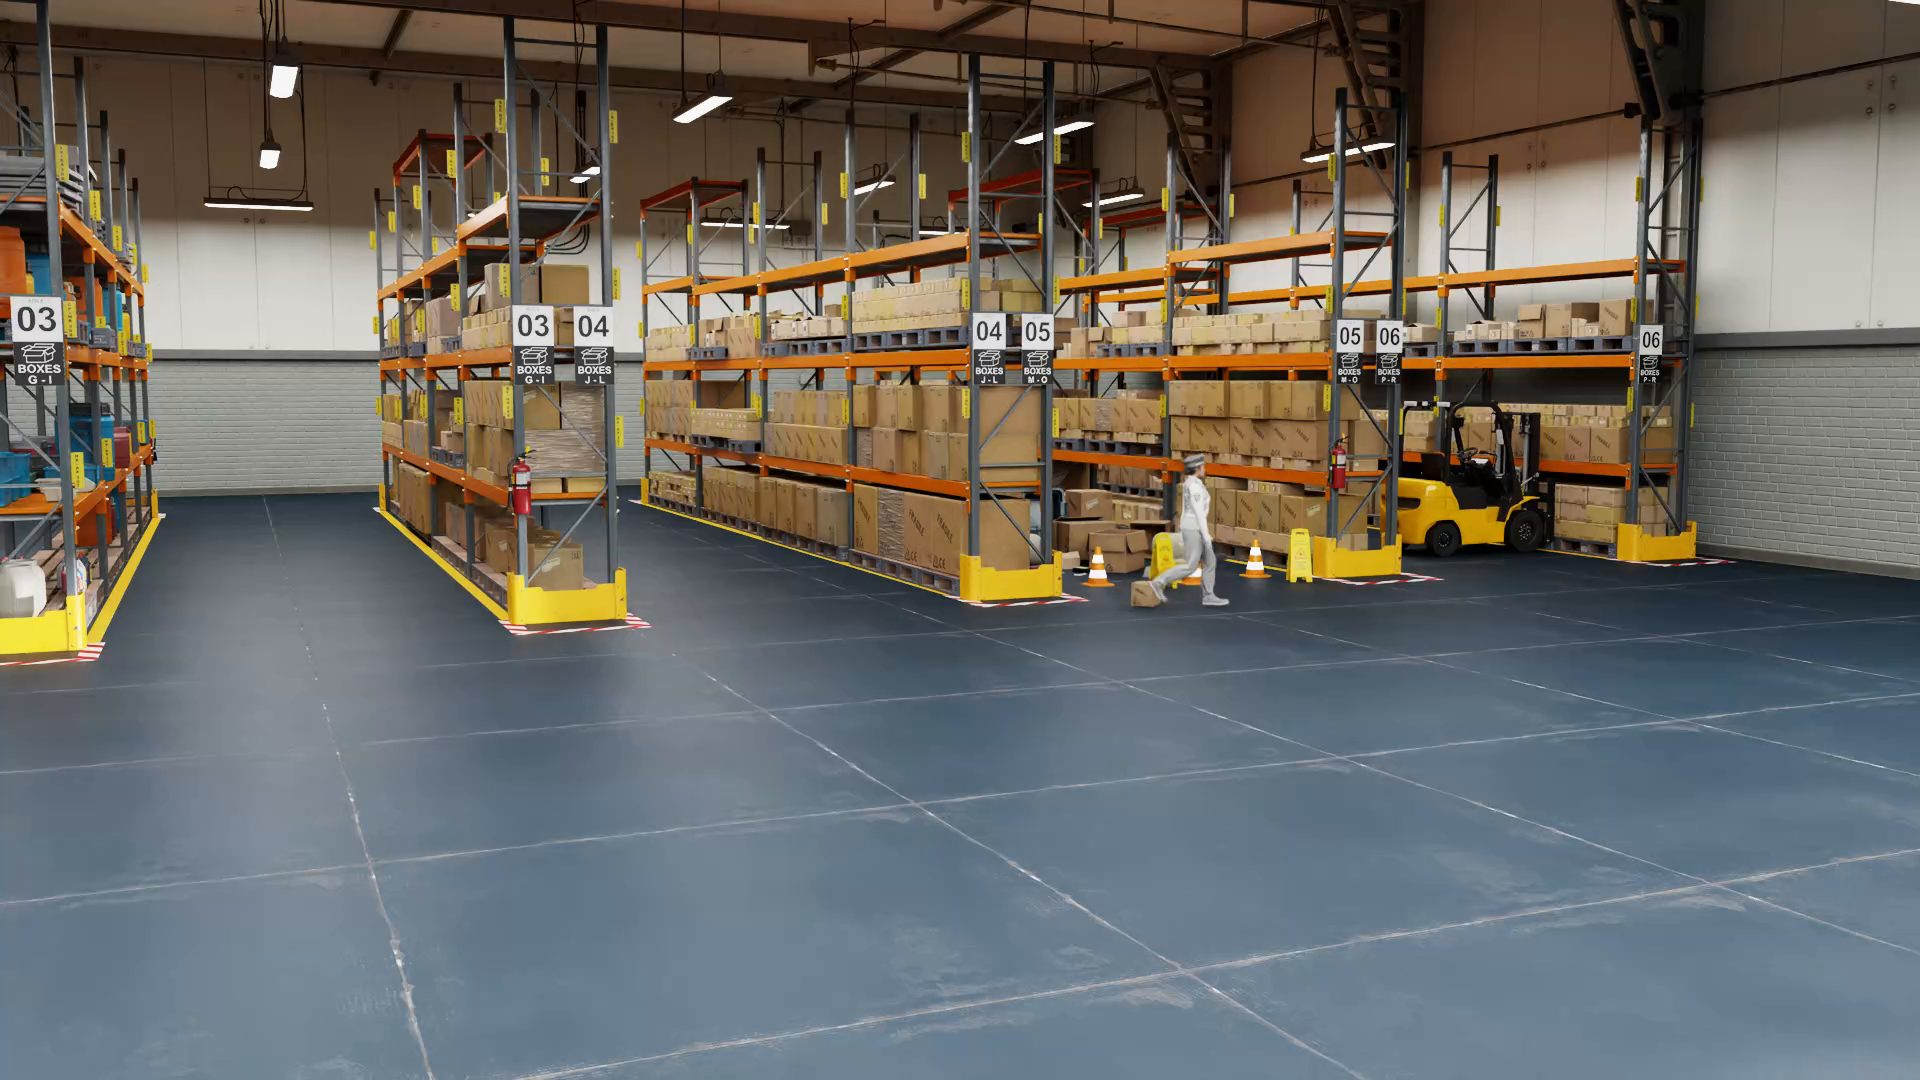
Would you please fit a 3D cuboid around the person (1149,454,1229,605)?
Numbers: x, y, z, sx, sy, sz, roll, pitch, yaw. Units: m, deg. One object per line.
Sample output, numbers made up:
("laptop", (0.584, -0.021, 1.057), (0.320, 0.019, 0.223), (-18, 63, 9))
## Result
("person", (2.470, -0.109, 17.886), (0.879, 1.639, 0.480), (0, 6, 4))
